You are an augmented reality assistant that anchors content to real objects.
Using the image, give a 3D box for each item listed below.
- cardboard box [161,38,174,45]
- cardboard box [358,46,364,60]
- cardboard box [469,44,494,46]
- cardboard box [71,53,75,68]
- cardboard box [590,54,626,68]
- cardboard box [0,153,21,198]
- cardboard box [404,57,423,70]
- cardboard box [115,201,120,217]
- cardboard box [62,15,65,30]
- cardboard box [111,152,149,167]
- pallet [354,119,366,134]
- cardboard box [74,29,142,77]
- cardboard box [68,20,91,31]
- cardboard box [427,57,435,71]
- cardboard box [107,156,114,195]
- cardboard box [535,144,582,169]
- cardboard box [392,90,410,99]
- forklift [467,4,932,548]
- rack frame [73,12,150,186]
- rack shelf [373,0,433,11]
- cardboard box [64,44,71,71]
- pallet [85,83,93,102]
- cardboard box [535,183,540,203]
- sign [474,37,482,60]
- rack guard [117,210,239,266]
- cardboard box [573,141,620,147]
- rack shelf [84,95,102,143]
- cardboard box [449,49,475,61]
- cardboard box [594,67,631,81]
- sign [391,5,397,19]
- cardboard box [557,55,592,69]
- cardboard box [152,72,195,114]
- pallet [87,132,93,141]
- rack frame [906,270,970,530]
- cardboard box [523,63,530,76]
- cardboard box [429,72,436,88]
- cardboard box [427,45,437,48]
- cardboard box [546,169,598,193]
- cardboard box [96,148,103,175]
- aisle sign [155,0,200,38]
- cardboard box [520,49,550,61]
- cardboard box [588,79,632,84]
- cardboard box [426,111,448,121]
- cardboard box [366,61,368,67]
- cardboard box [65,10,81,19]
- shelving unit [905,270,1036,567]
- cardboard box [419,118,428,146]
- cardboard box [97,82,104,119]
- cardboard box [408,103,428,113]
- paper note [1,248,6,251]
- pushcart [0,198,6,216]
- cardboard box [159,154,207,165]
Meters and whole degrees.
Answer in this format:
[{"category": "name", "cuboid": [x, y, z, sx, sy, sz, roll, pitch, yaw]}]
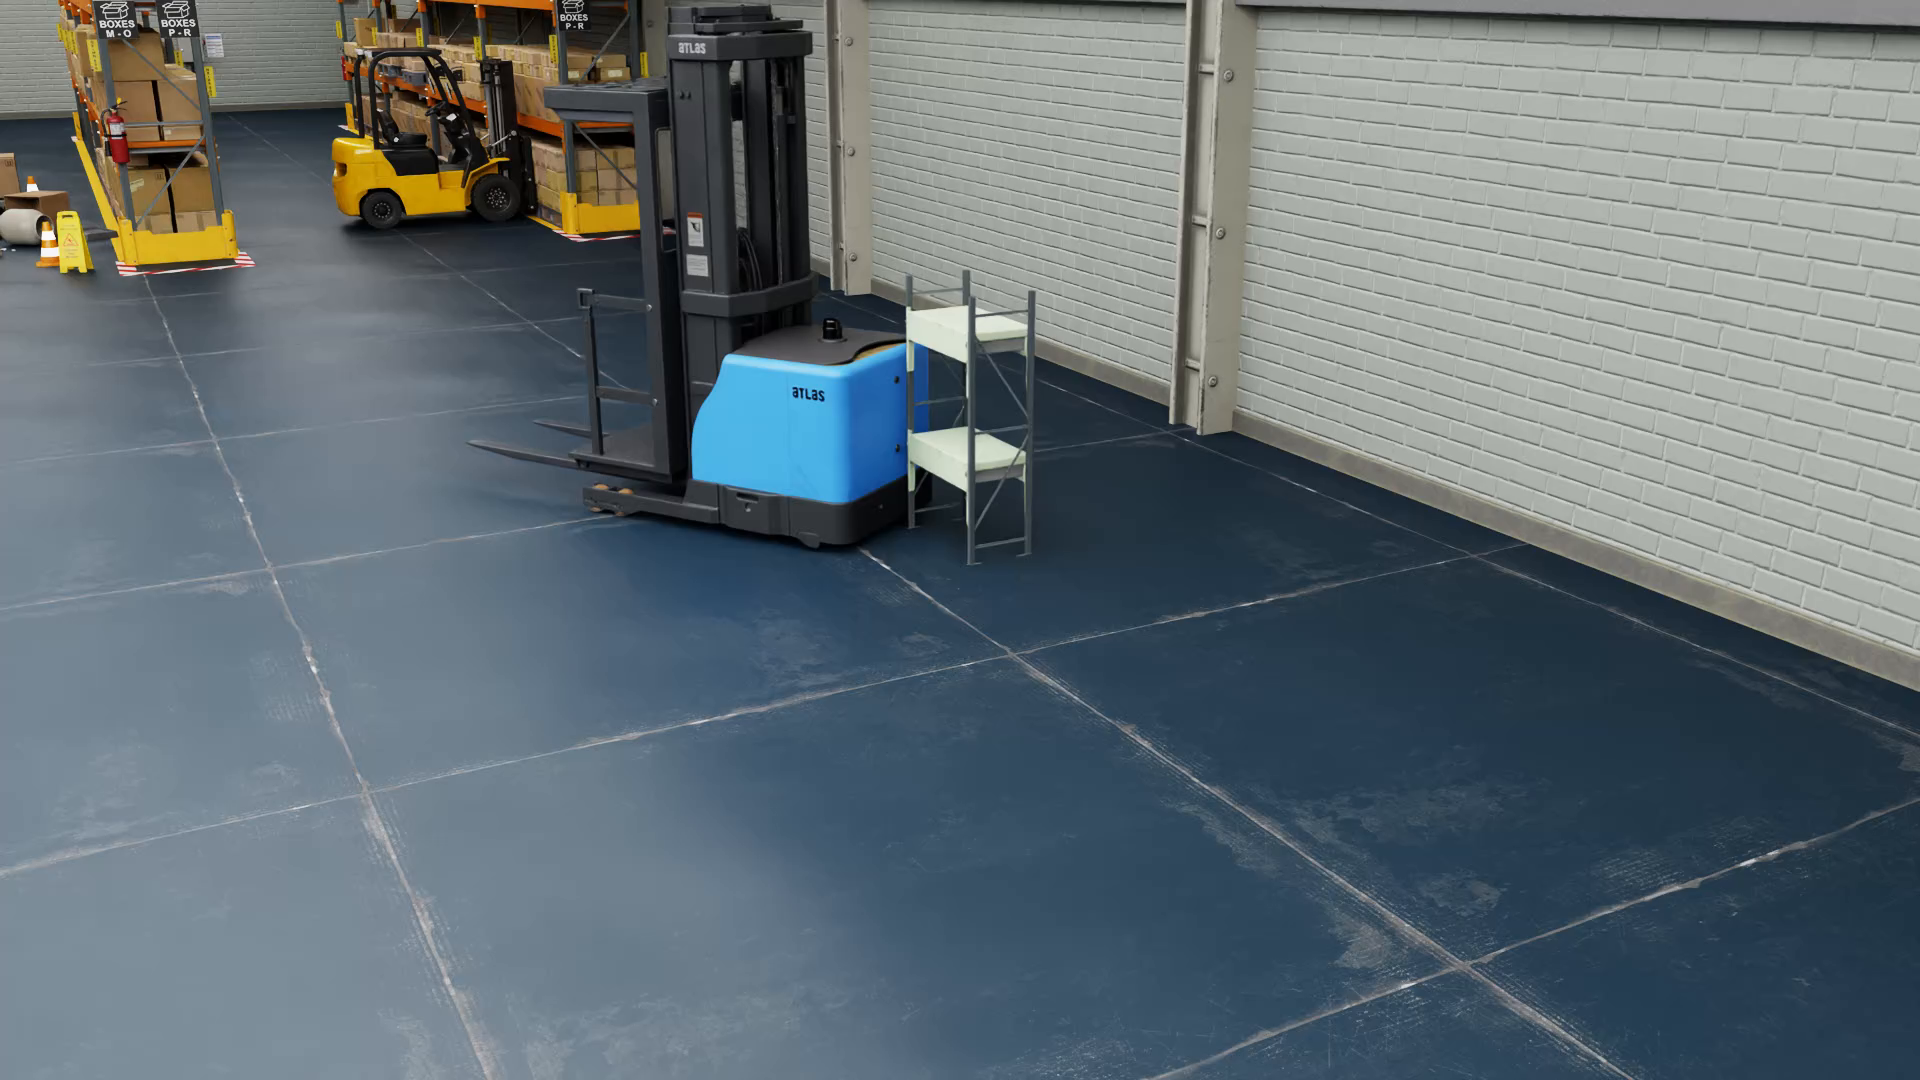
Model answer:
[{"category": "cardboard box", "cuboid": [-10.592, -6.607, 21.932, 0.380, 0.149, 0.250, -10, 21, -27]}, {"category": "cardboard box", "cuboid": [-11.288, -9.403, 32.057, 0.500, 0.250, 0.500, -11, 22, -28]}, {"category": "cardboard box", "cuboid": [-7.657, -7.876, 26.710, 0.380, 0.149, 0.250, -9, 21, -25]}, {"category": "cardboard box", "cuboid": [-14.518, -8.016, 27.726, 0.500, 0.250, 0.500, -11, 22, -28]}, {"category": "cardboard box", "cuboid": [-4.385, -5.970, 20.729, 0.380, 0.149, 0.250, -10, 22, -28]}, {"category": "cardboard box", "cuboid": [-12.232, -4.616, 21.081, 0.500, 0.500, 0.500, -10, 21, -27]}, {"category": "cardboard box", "cuboid": [-8.998, -8.022, 27.868, 0.500, 0.250, 0.500, -11, 22, -29]}, {"category": "cardboard box", "cuboid": [-9.893, -3.964, 20.092, 0.500, 0.250, 0.500, -11, 22, -29]}, {"category": "cardboard box", "cuboid": [-15.898, -9.213, 30.046, 0.500, 0.500, 0.500, -10, 21, -27]}, {"category": "cardboard box", "cuboid": [-9.624, -4.420, 19.270, 0.380, 0.149, 0.250, -9, 21, -25]}, {"category": "pallet", "cuboid": [-11.596, -8.370, 33.564, 1.003, 0.211, 1.213, -10, 21, -27]}, {"category": "cardboard box", "cuboid": [-9.781, -5.626, 19.195, 0.700, 0.500, 0.500, -10, 22, -27]}, {"category": "cardboard box", "cuboid": [-14.257, -8.228, 27.191, 0.500, 0.500, 0.500, -10, 21, -27]}, {"category": "cardboard box", "cuboid": [-8.239, -7.638, 26.633, 0.500, 0.250, 0.500, -10, 21, -27]}, {"category": "cardboard box", "cuboid": [-10.372, -4.614, 20.826, 0.500, 0.500, 0.500, -9, 21, -24]}, {"category": "cardboard box", "cuboid": [-5.154, -4.946, 21.406, 0.500, 0.250, 0.500, -10, 21, -26]}, {"category": "cardboard box", "cuboid": [-10.122, -8.120, 30.302, 0.380, 0.149, 0.250, -10, 22, -28]}, {"category": "forklift", "cuboid": [-1.713, -1.665, 9.962, 3.031, 2.935, 1.130, 10, 21, 27]}, {"category": "rack frame", "cuboid": [-12.579, -6.872, 24.949, 1.000, 3.000, 0.127, -10, 21, -27]}, {"category": "rack shelf", "cuboid": [-9.162, -9.294, 28.472, 1.077, 0.370, 4.000, -10, 21, -27]}, {"category": "cardboard box", "cuboid": [-16.403, -9.034, 31.059, 0.500, 0.500, 0.500, -10, 21, -27]}, {"category": "pallet", "cuboid": [-12.147, -6.593, 24.435, 1.213, 0.211, 1.003, -10, 21, -27]}, {"category": "cardboard box", "cuboid": [-5.372, -4.619, 21.992, 0.500, 0.250, 0.500, -10, 21, -26]}, {"category": "sign", "cuboid": [-6.786, -6.917, 23.424, 0.100, 0.325, 0.005, -10, 21, -27]}, {"category": "rack guard", "cuboid": [-8.816, -3.416, 18.764, 1.175, 0.500, 0.348, -10, 21, -27]}, {"category": "cardboard box", "cuboid": [-4.716, -5.027, 21.640, 0.500, 0.250, 0.500, -10, 21, -27]}, {"category": "rack shelf", "cuboid": [-11.629, -5.958, 23.402, 1.077, 0.370, 4.000, -10, 21, -27]}, {"category": "cardboard box", "cuboid": [-7.498, -7.338, 25.150, 0.380, 0.149, 0.250, -11, 22, -28]}, {"category": "cardboard box", "cuboid": [-4.346, -5.837, 20.801, 0.380, 0.149, 0.250, -11, 22, -28]}, {"category": "sign", "cuboid": [-11.513, -10.716, 33.827, 0.100, 0.325, 0.005, -10, 21, -27]}, {"category": "cardboard box", "cuboid": [-4.769, -5.910, 20.557, 0.380, 0.149, 0.250, -10, 21, -27]}, {"category": "cardboard box", "cuboid": [-9.253, -5.237, 19.600, 0.500, 0.500, 0.500, -10, 22, -28]}, {"category": "pallet", "cuboid": [-15.929, -7.633, 31.429, 1.003, 0.211, 1.213, -10, 21, -27]}, {"category": "rack frame", "cuboid": [-0.125, -0.804, 9.662, 0.400, 1.500, 0.023, -10, 21, -27]}, {"category": "cardboard box", "cuboid": [-5.455, -6.120, 21.621, 0.380, 0.149, 0.250, -10, 21, -26]}, {"category": "cardboard box", "cuboid": [-8.217, -7.406, 26.725, 0.500, 0.250, 0.500, -10, 21, -26]}, {"category": "cardboard box", "cuboid": [-8.320, -7.859, 26.660, 0.380, 0.149, 0.250, -9, 21, -25]}, {"category": "cardboard box", "cuboid": [-4.920, -4.572, 21.087, 0.500, 0.250, 0.500, -10, 22, -27]}, {"category": "cardboard box", "cuboid": [-12.320, -5.665, 24.834, 0.950, 0.372, 0.625, -12, 22, -30]}, {"category": "aisle sign", "cuboid": [-8.478, -5.835, 17.957, 0.394, 0.787, 0.004, -10, 21, -27]}, {"category": "cardboard box", "cuboid": [-5.607, -6.425, 22.048, 0.380, 0.149, 0.250, -10, 21, -26]}, {"category": "cardboard box", "cuboid": [-4.404, -5.578, 21.045, 0.500, 0.500, 0.500, -9, 21, -25]}, {"category": "cardboard box", "cuboid": [-8.670, -7.068, 27.710, 0.380, 0.149, 0.250, -11, 22, -29]}, {"category": "cardboard box", "cuboid": [-11.203, -9.170, 31.992, 0.380, 0.149, 0.250, -10, 21, -27]}, {"category": "cardboard box", "cuboid": [-14.905, -8.886, 28.104, 0.380, 0.149, 0.250, -10, 22, -28]}, {"category": "shelving unit", "cuboid": [0.049, -0.699, 9.358, 0.431, 1.500, 0.755, -10, 21, -27]}, {"category": "cardboard box", "cuboid": [-8.831, -6.892, 28.195, 0.500, 0.500, 0.500, -10, 22, -27]}, {"category": "cardboard box", "cuboid": [-9.749, -5.165, 19.393, 0.500, 0.500, 0.500, -10, 21, -27]}, {"category": "cardboard box", "cuboid": [-9.501, -7.605, 29.265, 0.380, 0.149, 0.250, -9, 21, -25]}, {"category": "paper note", "cuboid": [-11.252, -3.397, 19.446, 0.148, 0.019, 0.142, -3, 19, -8]}, {"category": "pushcart", "cuboid": [-12.662, -4.117, 20.983, 0.936, 0.377, 1.648, 16, 25, 39]}, {"category": "cardboard box", "cuboid": [-9.415, -4.405, 20.220, 0.500, 0.500, 0.500, -10, 21, -26]}]
